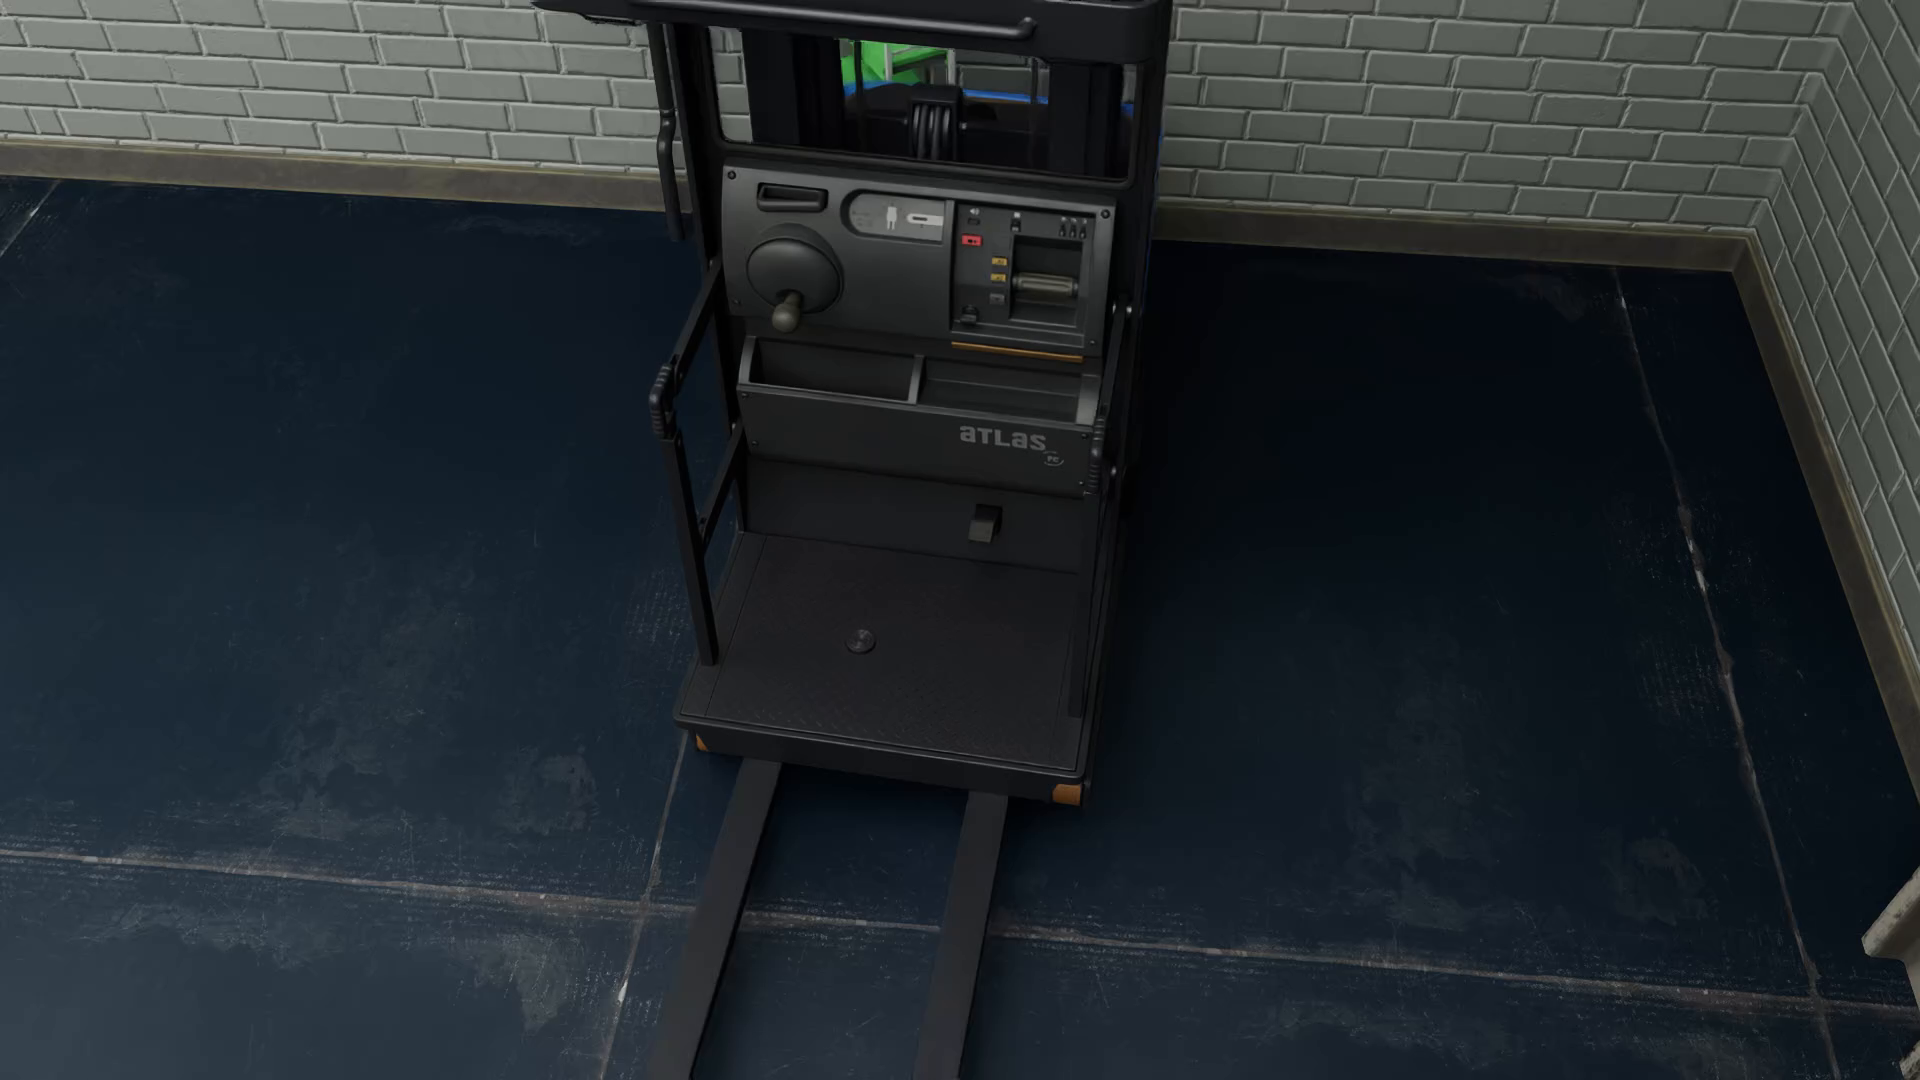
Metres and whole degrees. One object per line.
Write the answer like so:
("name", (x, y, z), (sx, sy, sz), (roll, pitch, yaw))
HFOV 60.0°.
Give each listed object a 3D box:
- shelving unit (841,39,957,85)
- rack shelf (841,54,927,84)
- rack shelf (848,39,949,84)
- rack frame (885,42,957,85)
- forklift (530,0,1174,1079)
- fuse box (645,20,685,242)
("shelving unit", (-0.231, -1.337, 5.660), (0.258, 1.200, 0.503), (-21, 51, -18))
("rack shelf", (-0.231, -1.456, 5.530), (0.258, 0.148, 0.480), (-21, 51, -18))
("rack shelf", (-0.231, -1.618, 5.352), (0.258, 0.148, 0.480), (-21, 51, -18))
("rack frame", (-0.120, -1.177, 5.513), (0.240, 1.200, 0.015), (-21, 51, -18))
("forklift", (-0.140, -0.558, 3.774), (1.130, 2.935, 3.031), (7, 48, 7))
("fuse box", (-1.046, -1.702, 5.647), (0.539, 1.711, 0.414), (4, 48, 4))
